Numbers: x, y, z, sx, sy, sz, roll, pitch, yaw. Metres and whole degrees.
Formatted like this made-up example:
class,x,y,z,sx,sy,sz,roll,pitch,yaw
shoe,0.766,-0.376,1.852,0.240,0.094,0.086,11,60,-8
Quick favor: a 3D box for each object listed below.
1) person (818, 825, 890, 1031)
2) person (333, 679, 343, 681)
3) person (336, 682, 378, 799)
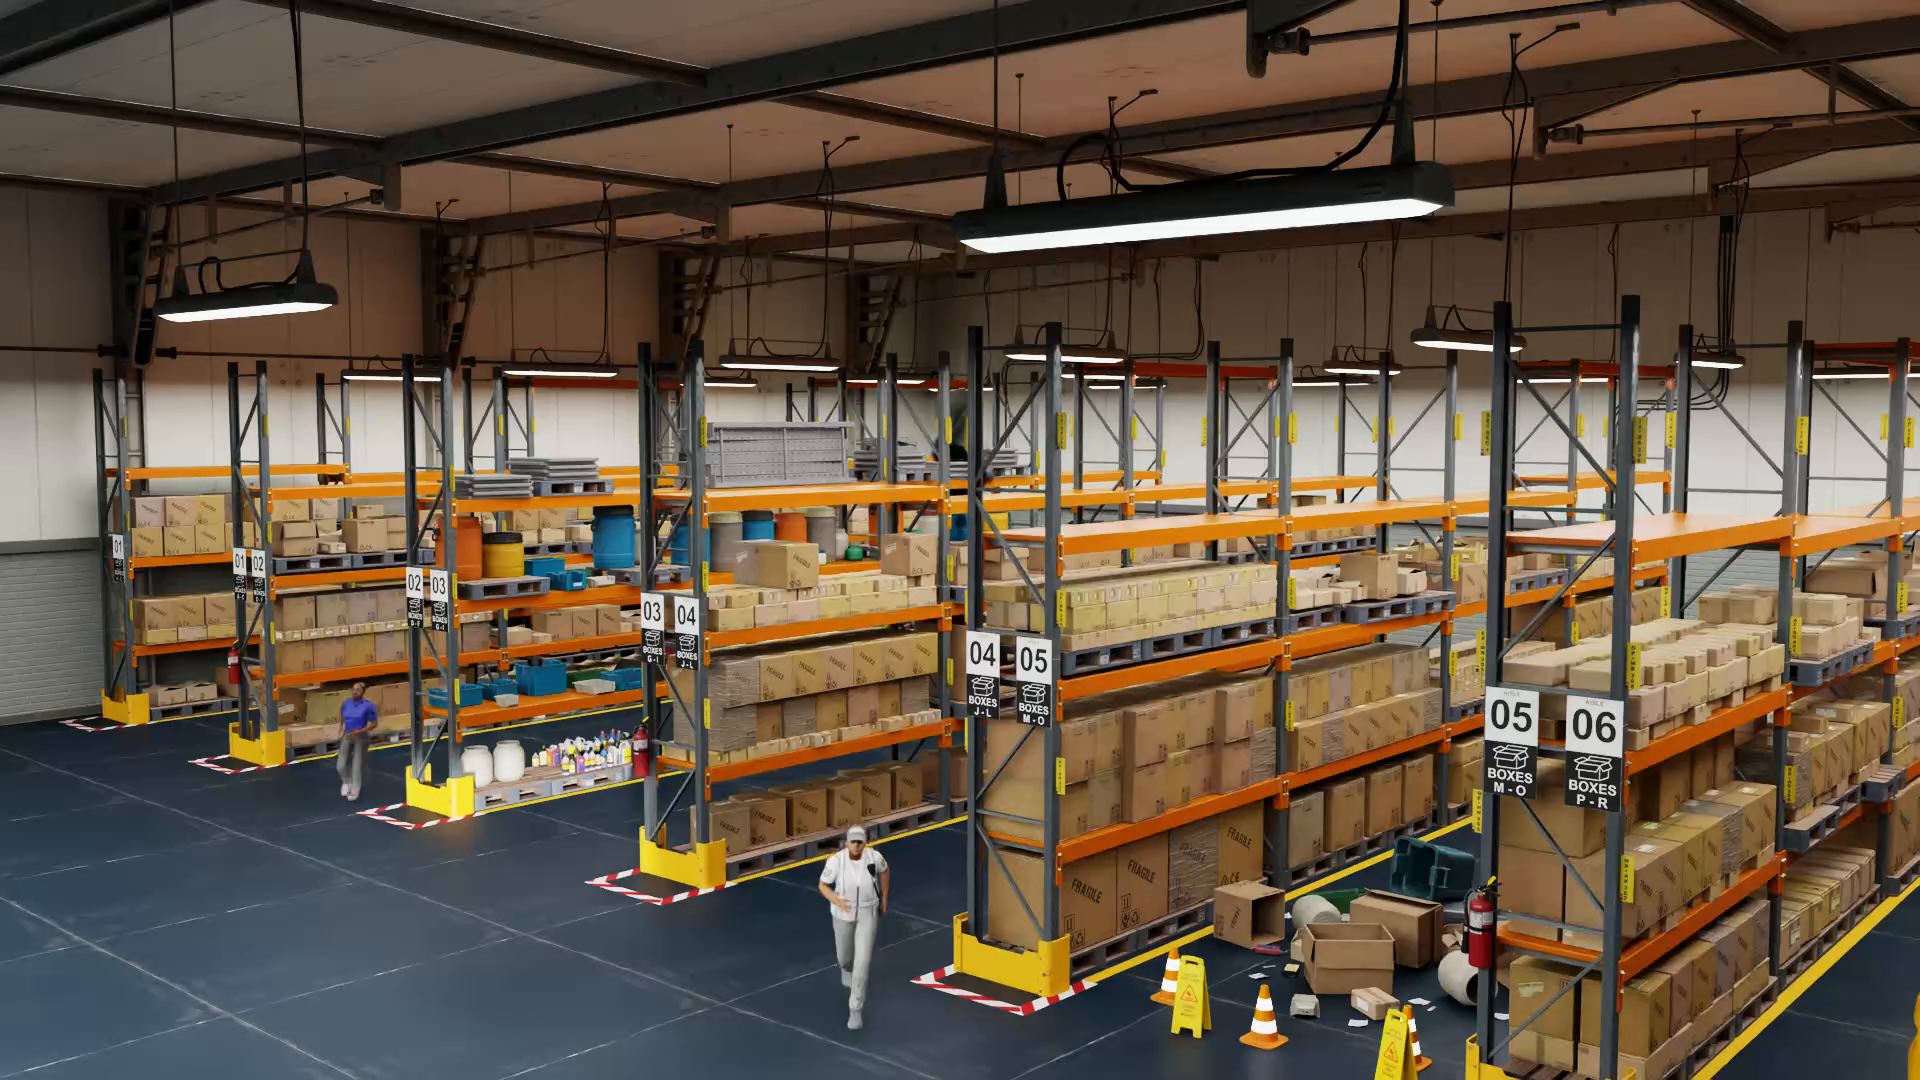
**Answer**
class,x,y,z,sx,sy,sz,roll,pitch,yaw
person,-0.915,3.282,14.460,0.628,1.671,0.974,0,4,-6
person,-10.369,2.249,27.948,0.631,1.772,1.091,3,5,40
person,-8.141,2.711,22.449,0.583,1.614,0.550,0,4,0
